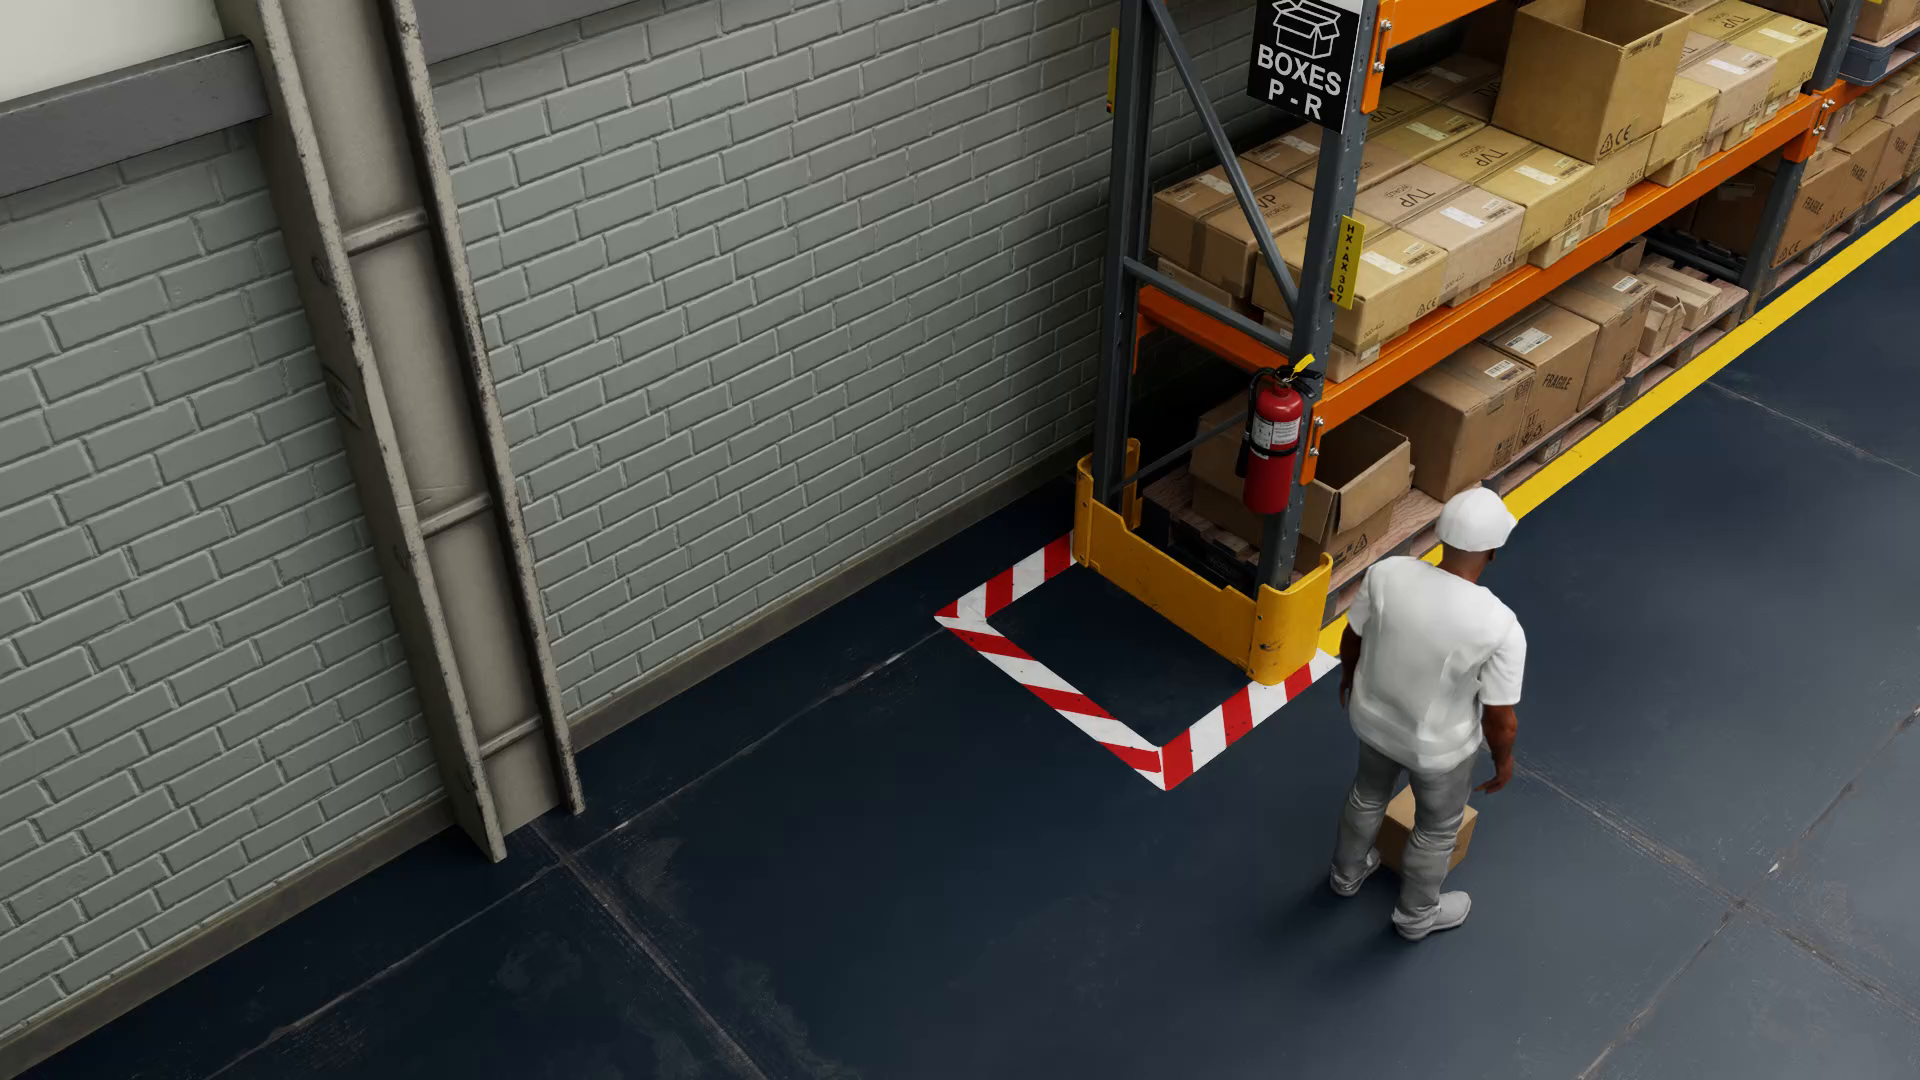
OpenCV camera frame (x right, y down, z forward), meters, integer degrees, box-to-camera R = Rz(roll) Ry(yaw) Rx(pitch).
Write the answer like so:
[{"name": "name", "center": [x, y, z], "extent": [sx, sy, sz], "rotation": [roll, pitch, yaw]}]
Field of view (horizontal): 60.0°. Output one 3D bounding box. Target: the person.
[{"name": "person", "center": [1.515, 0.584, 5.438], "extent": [0.456, 1.757, 0.637], "rotation": [-32, 49, -33]}]
